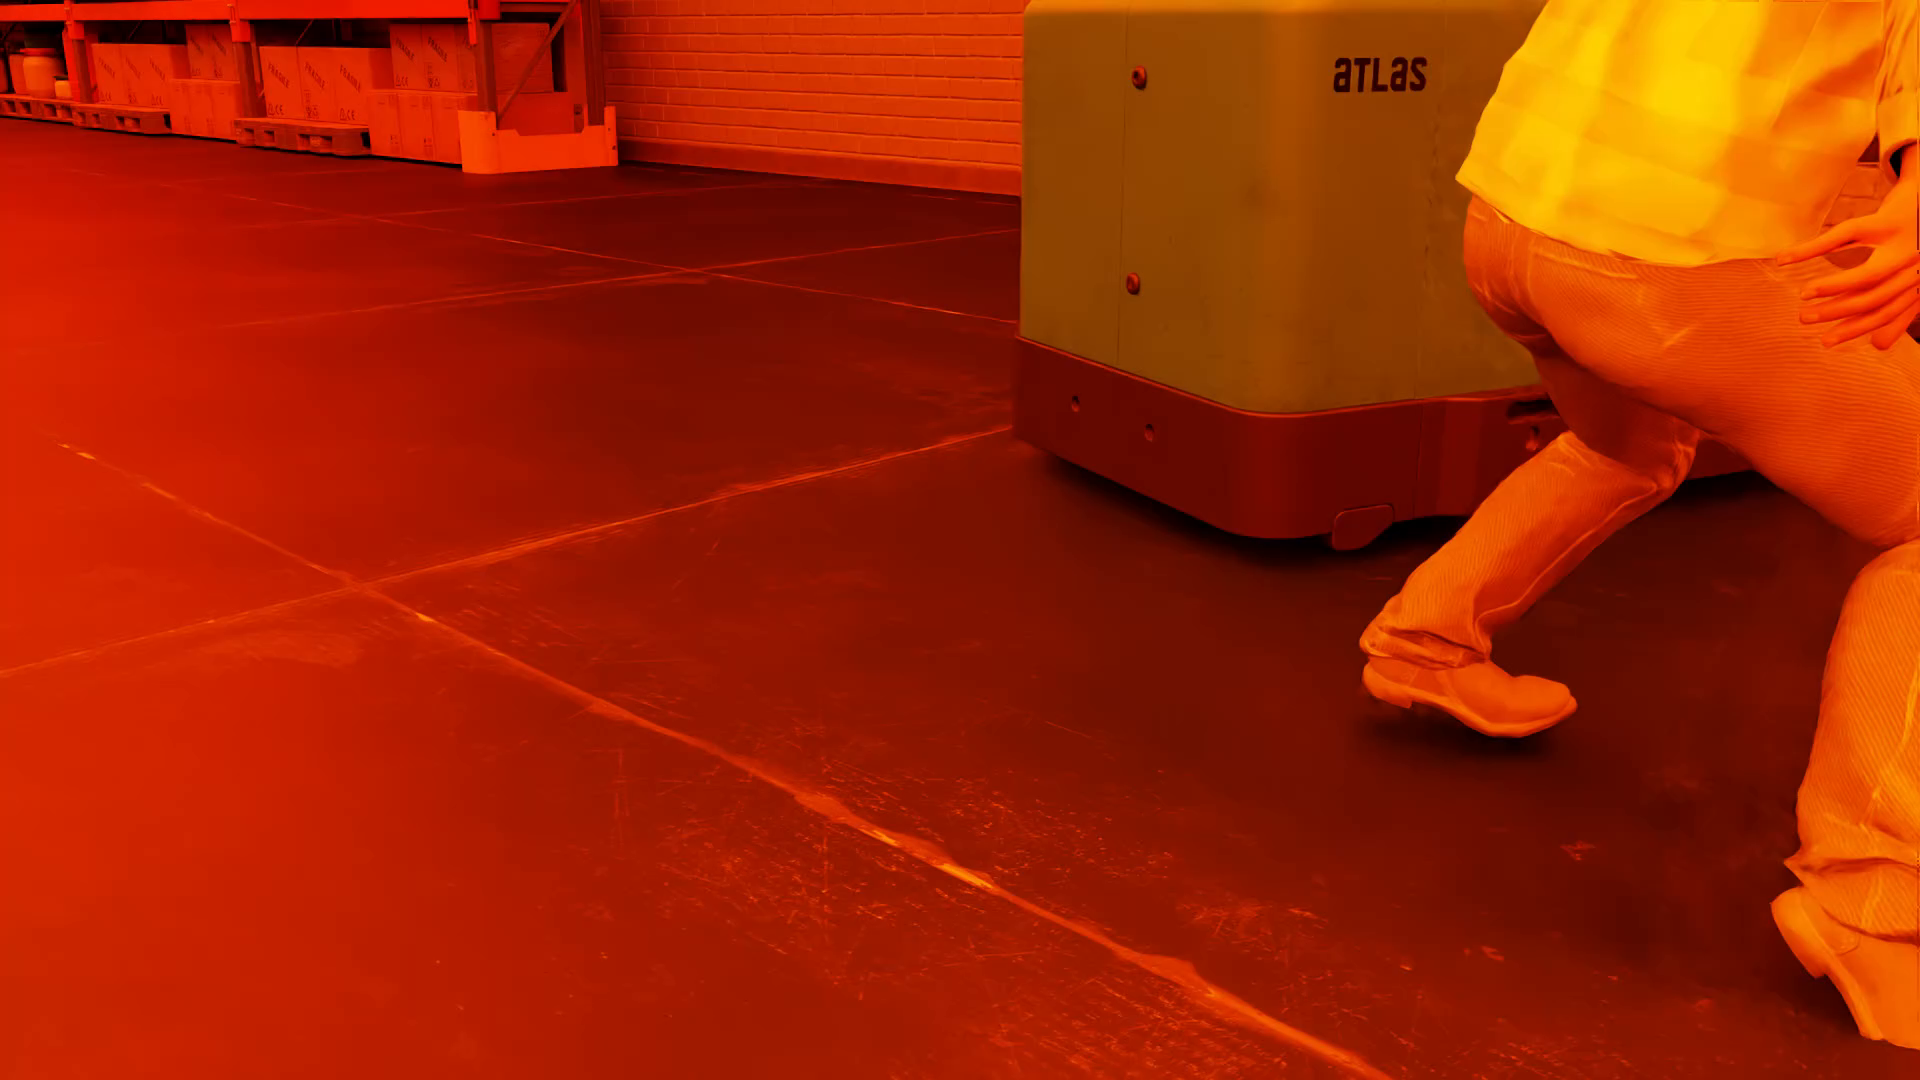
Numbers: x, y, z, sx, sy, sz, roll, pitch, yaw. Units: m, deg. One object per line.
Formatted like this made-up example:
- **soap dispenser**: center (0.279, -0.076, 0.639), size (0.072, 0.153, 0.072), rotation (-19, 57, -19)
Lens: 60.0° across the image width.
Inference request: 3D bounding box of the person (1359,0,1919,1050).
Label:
- **person**: center (0.887, -0.320, 1.886), size (0.571, 1.718, 1.023), rotation (-3, 17, -9)

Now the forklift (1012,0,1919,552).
- **forklift**: center (1.679, -1.658, 3.798), size (3.031, 2.935, 1.130), rotation (-8, 19, -25)
